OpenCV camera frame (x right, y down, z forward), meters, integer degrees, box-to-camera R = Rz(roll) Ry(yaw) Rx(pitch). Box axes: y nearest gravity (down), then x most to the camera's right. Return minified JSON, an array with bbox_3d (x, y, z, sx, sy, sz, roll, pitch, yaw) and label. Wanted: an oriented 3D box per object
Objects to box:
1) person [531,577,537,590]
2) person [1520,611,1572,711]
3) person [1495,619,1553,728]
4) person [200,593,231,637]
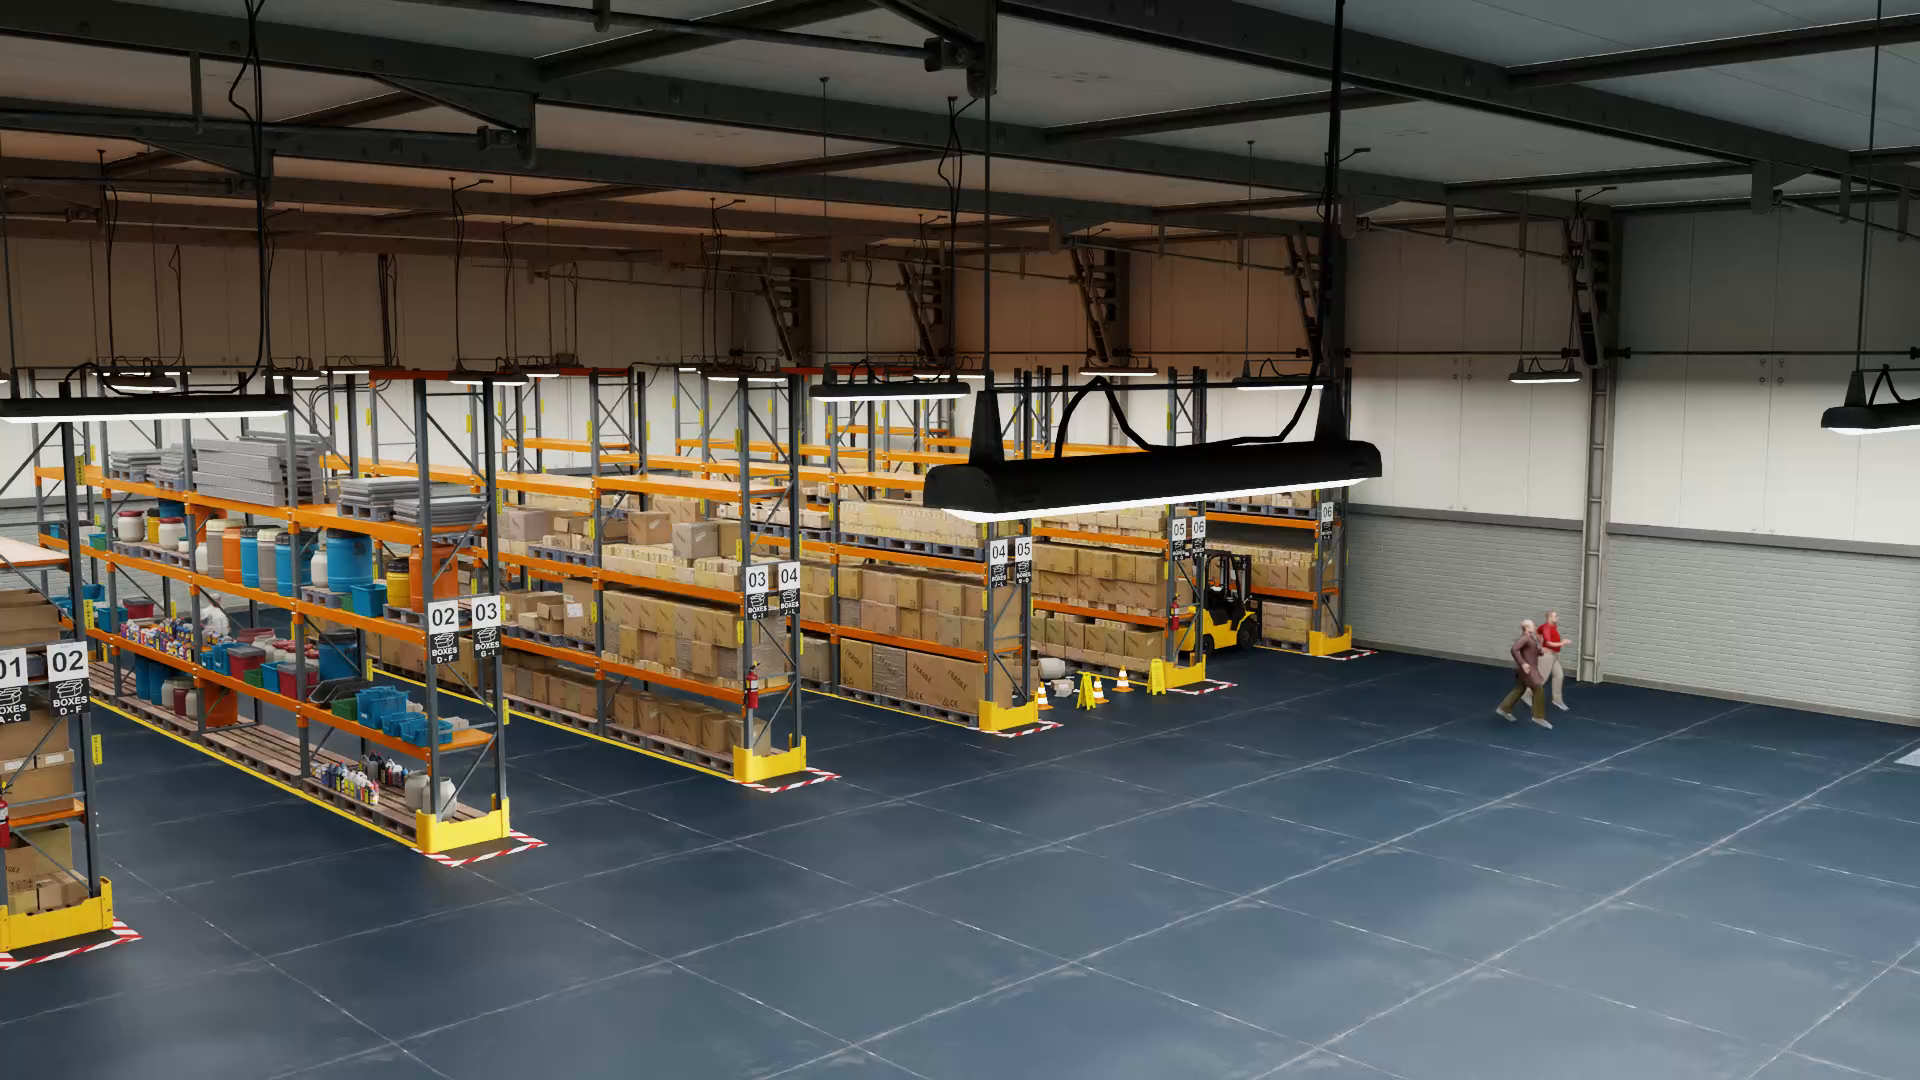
[{"bbox_3d":[-10.536,0.954,40.851,0.728,1.580,0.577,0,6,0],"label":"person"},{"bbox_3d":[10.408,2.141,29.527,0.847,1.793,0.664,3,7,28],"label":"person"},{"bbox_3d":[9.597,2.254,28.211,0.927,1.828,0.682,1,7,12],"label":"person"},{"bbox_3d":[-14.555,1.861,32.609,0.546,1.612,0.608,4,8,32],"label":"person"}]
